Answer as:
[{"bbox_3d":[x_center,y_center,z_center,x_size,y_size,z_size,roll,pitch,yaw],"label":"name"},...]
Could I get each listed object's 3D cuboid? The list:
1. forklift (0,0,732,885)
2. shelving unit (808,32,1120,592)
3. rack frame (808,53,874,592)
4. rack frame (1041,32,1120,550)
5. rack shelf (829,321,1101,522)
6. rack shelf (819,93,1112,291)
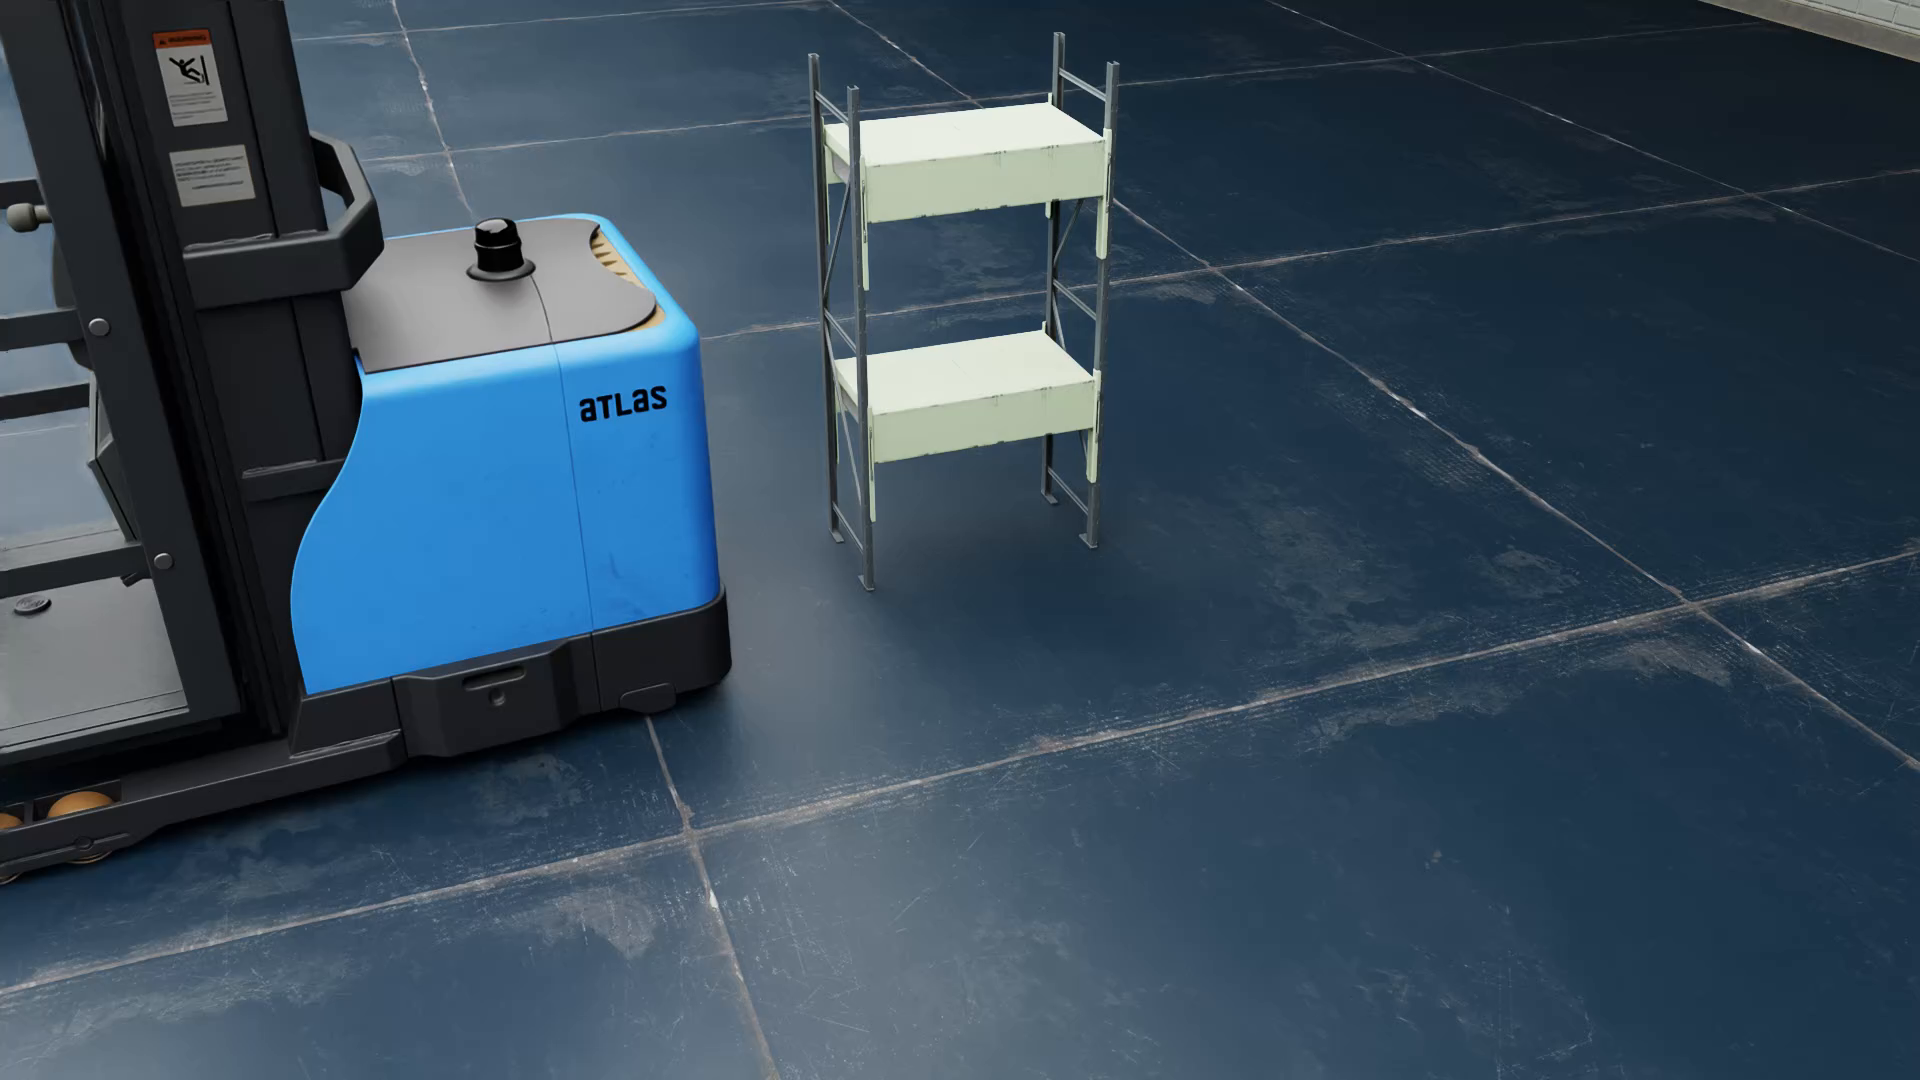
[{"bbox_3d":[-2.181,-0.771,3.643,3.031,2.935,1.130,-12,32,-21],"label":"forklift"},{"bbox_3d":[0.006,-0.653,4.881,0.755,1.500,0.431,-10,31,-18],"label":"shelving unit"},{"bbox_3d":[-0.337,-0.590,4.770,0.023,1.500,0.400,-10,31,-18],"label":"rack frame"},{"bbox_3d":[0.349,-0.716,4.992,0.023,1.500,0.400,-10,31,-18],"label":"rack frame"},{"bbox_3d":[0.006,-0.370,5.042,0.720,0.370,0.431,-10,31,-18],"label":"rack shelf"},{"bbox_3d":[0.006,-0.992,4.688,0.720,0.370,0.431,-10,31,-18],"label":"rack shelf"}]
